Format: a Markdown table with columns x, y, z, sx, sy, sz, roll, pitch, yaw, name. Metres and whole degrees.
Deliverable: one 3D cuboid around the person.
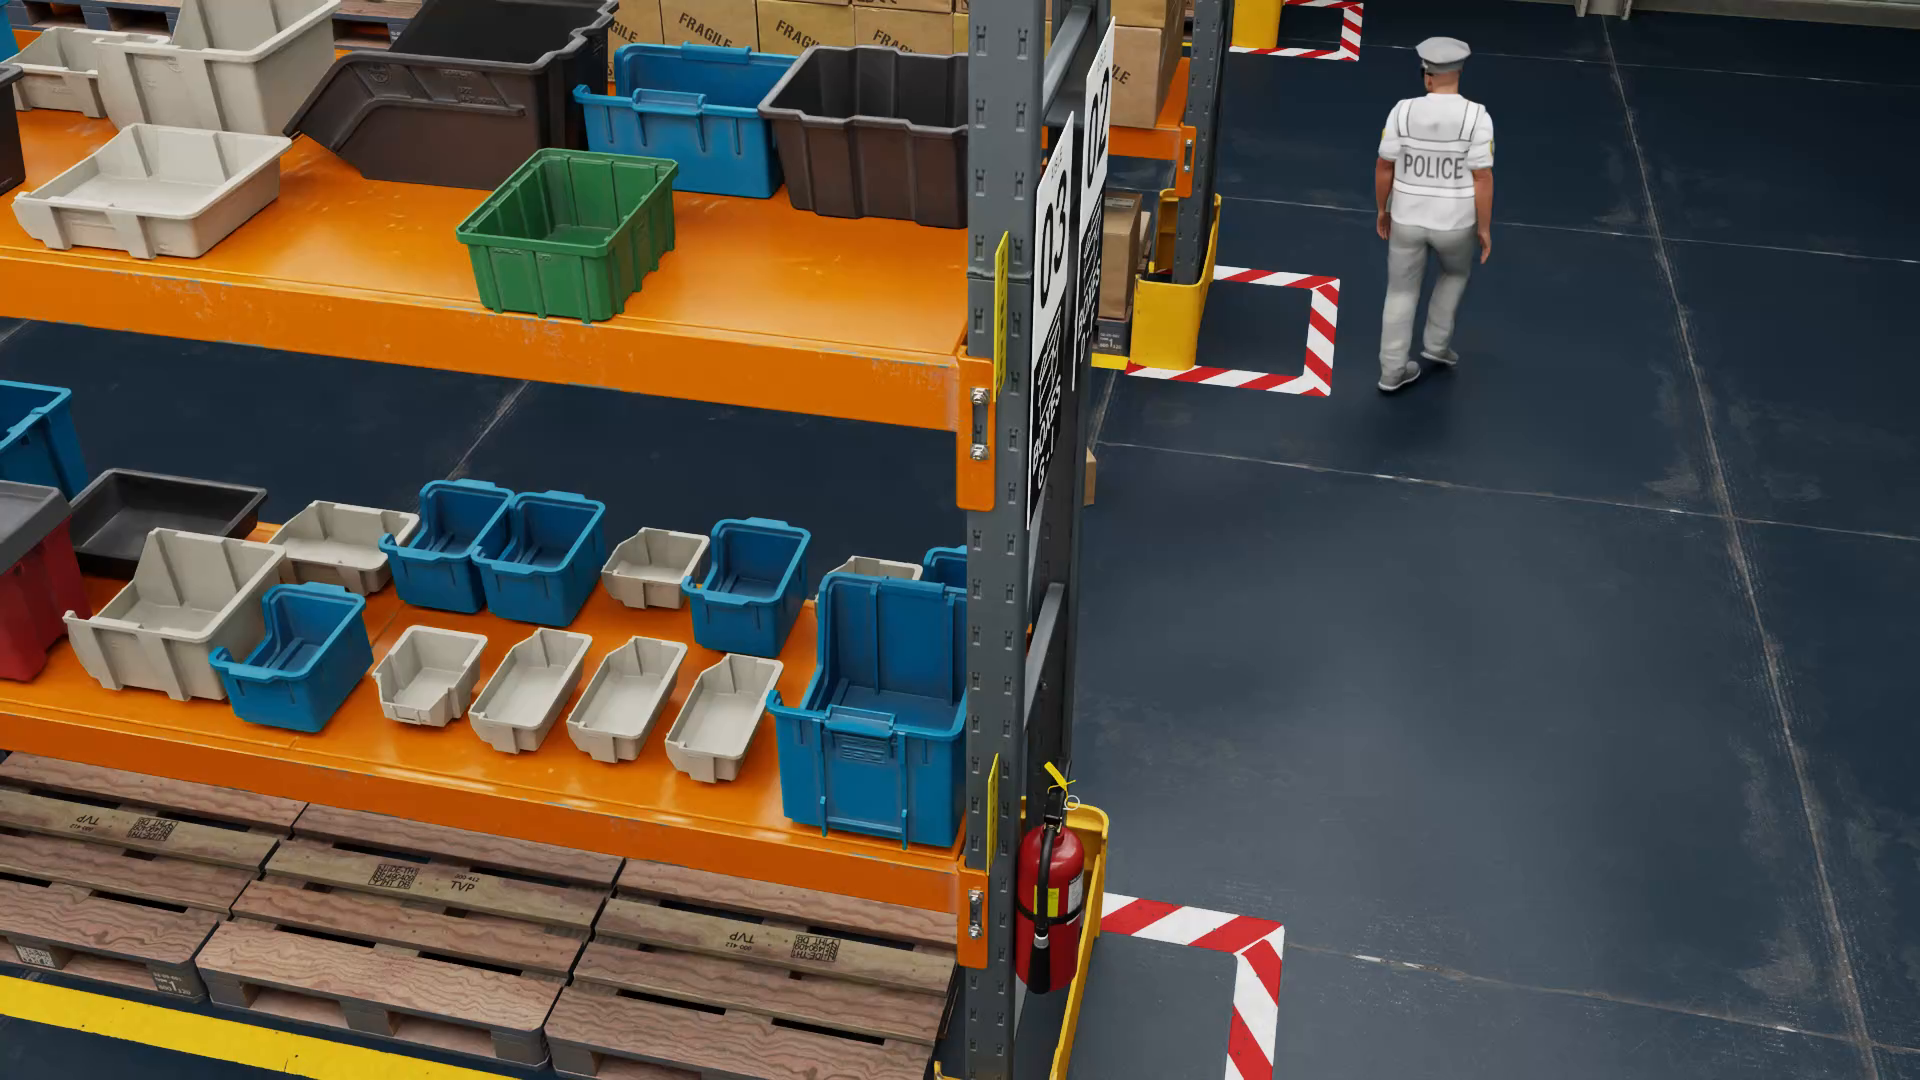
| x | y | z | sx | sy | sz | roll | pitch | yaw | name |
| --- | --- | --- | --- | --- | --- | --- | --- | --- | --- |
| 2.358 | -1.583 | 8.329 | 0.627 | 1.786 | 0.615 | 13 | 38 | 17 | person |
